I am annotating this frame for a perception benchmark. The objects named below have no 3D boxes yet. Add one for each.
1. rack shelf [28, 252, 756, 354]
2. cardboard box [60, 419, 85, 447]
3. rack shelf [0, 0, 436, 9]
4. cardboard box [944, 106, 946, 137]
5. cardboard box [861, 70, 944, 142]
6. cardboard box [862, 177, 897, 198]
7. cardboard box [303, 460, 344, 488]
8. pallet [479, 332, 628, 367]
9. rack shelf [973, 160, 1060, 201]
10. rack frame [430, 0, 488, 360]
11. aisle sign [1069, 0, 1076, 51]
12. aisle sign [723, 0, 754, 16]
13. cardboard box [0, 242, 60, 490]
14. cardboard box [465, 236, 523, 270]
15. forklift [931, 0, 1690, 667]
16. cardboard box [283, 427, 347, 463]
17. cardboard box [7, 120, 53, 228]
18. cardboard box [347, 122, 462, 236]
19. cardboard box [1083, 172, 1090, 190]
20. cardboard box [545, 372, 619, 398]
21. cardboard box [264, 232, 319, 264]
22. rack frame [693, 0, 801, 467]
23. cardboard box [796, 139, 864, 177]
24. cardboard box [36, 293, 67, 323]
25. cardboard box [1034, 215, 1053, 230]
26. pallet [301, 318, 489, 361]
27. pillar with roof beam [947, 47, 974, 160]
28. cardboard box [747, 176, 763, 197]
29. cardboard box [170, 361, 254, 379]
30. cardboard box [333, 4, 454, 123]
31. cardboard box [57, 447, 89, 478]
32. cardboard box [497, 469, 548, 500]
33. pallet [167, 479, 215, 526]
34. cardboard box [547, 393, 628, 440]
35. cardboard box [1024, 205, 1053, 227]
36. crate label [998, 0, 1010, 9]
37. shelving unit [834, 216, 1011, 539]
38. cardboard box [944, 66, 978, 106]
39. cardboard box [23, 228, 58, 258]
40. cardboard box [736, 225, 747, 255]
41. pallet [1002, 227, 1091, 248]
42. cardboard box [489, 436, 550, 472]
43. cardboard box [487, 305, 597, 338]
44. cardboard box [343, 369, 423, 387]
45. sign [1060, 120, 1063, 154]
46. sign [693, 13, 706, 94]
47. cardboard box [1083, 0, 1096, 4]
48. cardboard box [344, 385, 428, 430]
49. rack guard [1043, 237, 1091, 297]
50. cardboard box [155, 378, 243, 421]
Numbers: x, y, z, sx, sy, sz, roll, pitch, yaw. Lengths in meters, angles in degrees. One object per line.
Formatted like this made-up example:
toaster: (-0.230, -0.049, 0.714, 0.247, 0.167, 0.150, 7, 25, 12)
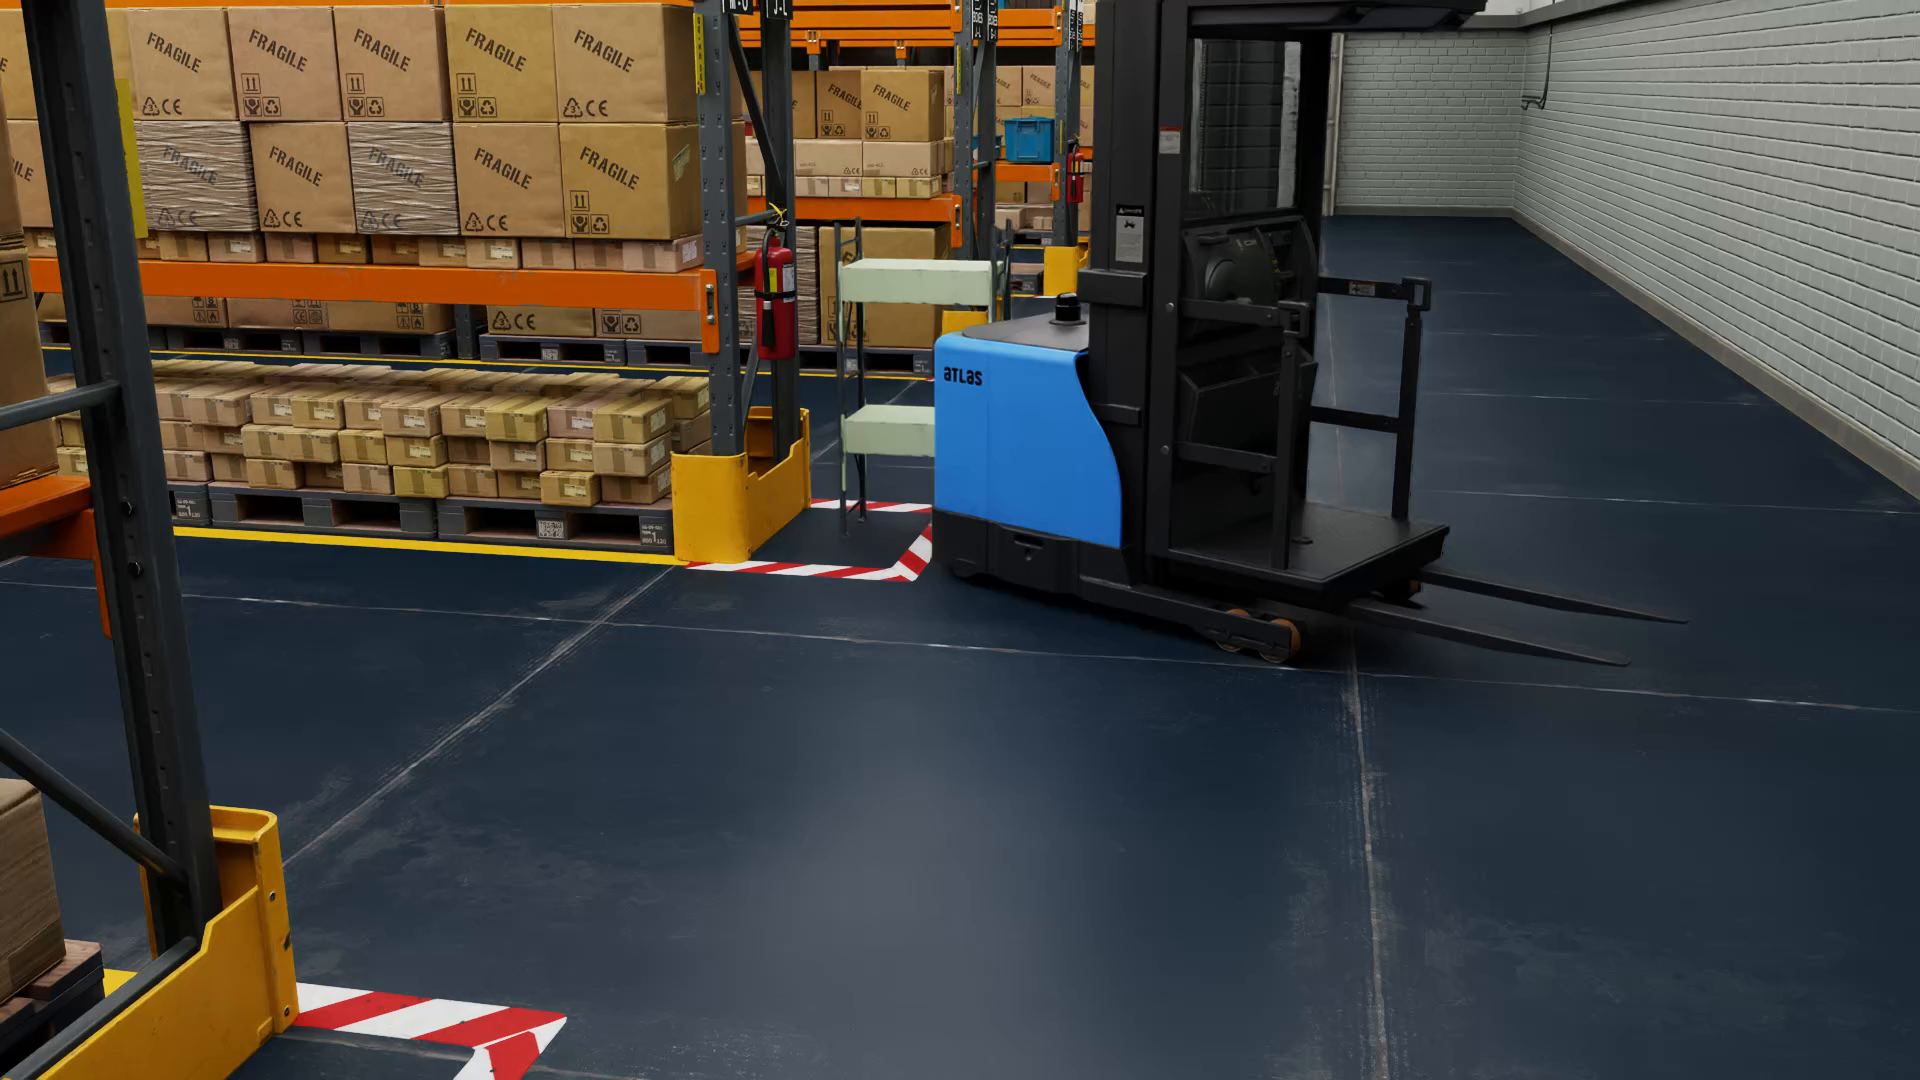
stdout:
rack shelf: (-2.932, -1.250, 8.234, 4.000, 0.370, 1.077, 3, 16, 11)
cardboard box: (-4.334, -0.582, 8.471, 0.250, 0.149, 0.380, 3, 16, 11)
rack shelf: (-5.764, -4.201, 13.266, 4.000, 0.370, 1.077, 3, 16, 11)
cardboard box: (-0.389, -5.483, 21.979, 0.500, 0.500, 0.500, 3, 16, 11)
cardboard box: (-0.414, -3.172, 12.144, 0.500, 0.500, 0.500, 3, 16, 12)
cardboard box: (-0.554, -2.608, 12.257, 0.250, 0.149, 0.380, 3, 16, 12)
cardboard box: (-3.047, -0.376, 8.284, 0.250, 0.149, 0.380, 4, 16, 13)
pallet: (-3.074, -1.591, 13.339, 1.213, 0.211, 1.003, 3, 16, 11)
rack shelf: (-0.857, -3.838, 17.576, 4.000, 0.370, 1.077, 3, 16, 11)
rack frame: (-3.804, -2.995, 13.186, 0.127, 3.000, 1.000, 3, 16, 11)
aisle sign: (1.115, -5.251, 16.458, 0.004, 0.787, 0.394, 3, 16, 11)
aisle sign: (-0.960, -2.661, 7.109, 0.004, 0.787, 0.394, 3, 16, 11)
cardboard box: (-2.272, -0.339, 3.409, 0.500, 0.500, 0.500, 3, 16, 11)
cardboard box: (-2.087, -1.353, 7.727, 0.250, 0.149, 0.380, 4, 16, 13)
forklift: (1.321, -1.073, 6.496, 3.031, 2.867, 1.129, 13, 20, 39)
cardboard box: (-3.088, -0.493, 8.149, 0.250, 0.149, 0.380, 3, 16, 12)
cardboard box: (-4.456, -1.802, 8.136, 0.500, 0.500, 0.500, 3, 16, 10)
cardboard box: (-2.466, -1.692, 7.736, 0.500, 0.500, 0.500, 3, 16, 11)
cardboard box: (1.881, -5.705, 26.865, 0.500, 0.500, 0.700, 3, 16, 11)
cardboard box: (-1.933, -0.752, 8.529, 0.250, 0.149, 0.380, 3, 16, 11)
cardboard box: (-3.107, -1.422, 7.977, 0.250, 0.149, 0.380, 4, 16, 13)
rack frame: (-0.972, -1.490, 7.754, 0.127, 3.000, 1.000, 3, 16, 11)
cardboard box: (-0.909, -2.837, 12.339, 0.500, 0.250, 0.500, 3, 16, 10)
cardboard box: (-7.052, -2.344, 14.030, 0.875, 0.875, 1.225, 2, 16, 8)
cardboard box: (1.133, -4.230, 22.127, 0.250, 0.166, 0.380, 3, 16, 11)
pallet: (-4.575, -1.673, 13.636, 1.213, 0.211, 1.003, 3, 16, 11)
pillar with roof beam: (-0.842, -8.837, 23.036, 0.400, 9.000, 9.100, 3, 16, 11)
cardboard box: (-1.554, -2.662, 12.453, 0.250, 0.149, 0.380, 3, 16, 11)
cardboard box: (-3.987, -0.853, 8.892, 0.250, 0.149, 0.380, 3, 16, 11)
cardboard box: (-2.478, -2.175, 7.609, 0.500, 0.500, 0.500, 4, 16, 14)
cardboard box: (-4.338, -0.414, 8.422, 0.250, 0.149, 0.380, 4, 16, 13)
cardboard box: (-2.043, -0.316, 8.068, 0.250, 0.149, 0.380, 3, 16, 11)
pallet: (-4.226, -0.333, 8.798, 1.213, 0.211, 1.003, 3, 16, 11)
cardboard box: (-1.776, -0.596, 7.963, 0.250, 0.149, 0.380, 3, 16, 12)
cardboard box: (1.127, -4.390, 22.549, 0.500, 0.250, 0.500, 3, 16, 11)
crate label: (0.263, -5.586, 17.197, 0.502, 0.251, 0.408, 3, 16, 11)
shelving unit: (-0.167, -0.761, 7.928, 0.755, 1.500, 0.431, 3, 16, 11)
cardboard box: (0.095, -5.936, 21.742, 0.500, 0.500, 0.500, 4, 16, 13)
cardboard box: (-4.411, -1.487, 8.212, 0.250, 0.149, 0.380, 4, 16, 13)
cardboard box: (-1.224, -1.472, 8.159, 0.250, 0.149, 0.380, 3, 16, 11)
pallet: (1.238, -4.076, 22.312, 1.213, 0.211, 1.003, 3, 16, 11)
cardboard box: (-2.055, -0.443, 7.968, 0.250, 0.149, 0.380, 2, 16, 9)
cardboard box: (-3.173, -2.118, 13.212, 0.875, 0.875, 0.875, 3, 16, 11)
cardboard box: (-2.976, -0.776, 8.612, 0.250, 0.149, 0.380, 3, 16, 11)
sign: (1.009, -4.012, 16.551, 0.005, 0.325, 0.100, 3, 16, 11)
sign: (-1.102, -2.057, 7.036, 0.005, 0.325, 0.100, 3, 16, 11)
cardboard box: (1.539, -6.949, 21.184, 0.500, 0.250, 0.500, 3, 16, 11)
cardboard box: (-2.806, -0.650, 8.157, 0.250, 0.149, 0.380, 3, 16, 9)
rack guard: (1.129, -2.876, 17.437, 0.348, 0.500, 1.175, 3, 16, 11)
cardboard box: (-3.819, -0.707, 8.365, 0.250, 0.149, 0.380, 3, 16, 10)
